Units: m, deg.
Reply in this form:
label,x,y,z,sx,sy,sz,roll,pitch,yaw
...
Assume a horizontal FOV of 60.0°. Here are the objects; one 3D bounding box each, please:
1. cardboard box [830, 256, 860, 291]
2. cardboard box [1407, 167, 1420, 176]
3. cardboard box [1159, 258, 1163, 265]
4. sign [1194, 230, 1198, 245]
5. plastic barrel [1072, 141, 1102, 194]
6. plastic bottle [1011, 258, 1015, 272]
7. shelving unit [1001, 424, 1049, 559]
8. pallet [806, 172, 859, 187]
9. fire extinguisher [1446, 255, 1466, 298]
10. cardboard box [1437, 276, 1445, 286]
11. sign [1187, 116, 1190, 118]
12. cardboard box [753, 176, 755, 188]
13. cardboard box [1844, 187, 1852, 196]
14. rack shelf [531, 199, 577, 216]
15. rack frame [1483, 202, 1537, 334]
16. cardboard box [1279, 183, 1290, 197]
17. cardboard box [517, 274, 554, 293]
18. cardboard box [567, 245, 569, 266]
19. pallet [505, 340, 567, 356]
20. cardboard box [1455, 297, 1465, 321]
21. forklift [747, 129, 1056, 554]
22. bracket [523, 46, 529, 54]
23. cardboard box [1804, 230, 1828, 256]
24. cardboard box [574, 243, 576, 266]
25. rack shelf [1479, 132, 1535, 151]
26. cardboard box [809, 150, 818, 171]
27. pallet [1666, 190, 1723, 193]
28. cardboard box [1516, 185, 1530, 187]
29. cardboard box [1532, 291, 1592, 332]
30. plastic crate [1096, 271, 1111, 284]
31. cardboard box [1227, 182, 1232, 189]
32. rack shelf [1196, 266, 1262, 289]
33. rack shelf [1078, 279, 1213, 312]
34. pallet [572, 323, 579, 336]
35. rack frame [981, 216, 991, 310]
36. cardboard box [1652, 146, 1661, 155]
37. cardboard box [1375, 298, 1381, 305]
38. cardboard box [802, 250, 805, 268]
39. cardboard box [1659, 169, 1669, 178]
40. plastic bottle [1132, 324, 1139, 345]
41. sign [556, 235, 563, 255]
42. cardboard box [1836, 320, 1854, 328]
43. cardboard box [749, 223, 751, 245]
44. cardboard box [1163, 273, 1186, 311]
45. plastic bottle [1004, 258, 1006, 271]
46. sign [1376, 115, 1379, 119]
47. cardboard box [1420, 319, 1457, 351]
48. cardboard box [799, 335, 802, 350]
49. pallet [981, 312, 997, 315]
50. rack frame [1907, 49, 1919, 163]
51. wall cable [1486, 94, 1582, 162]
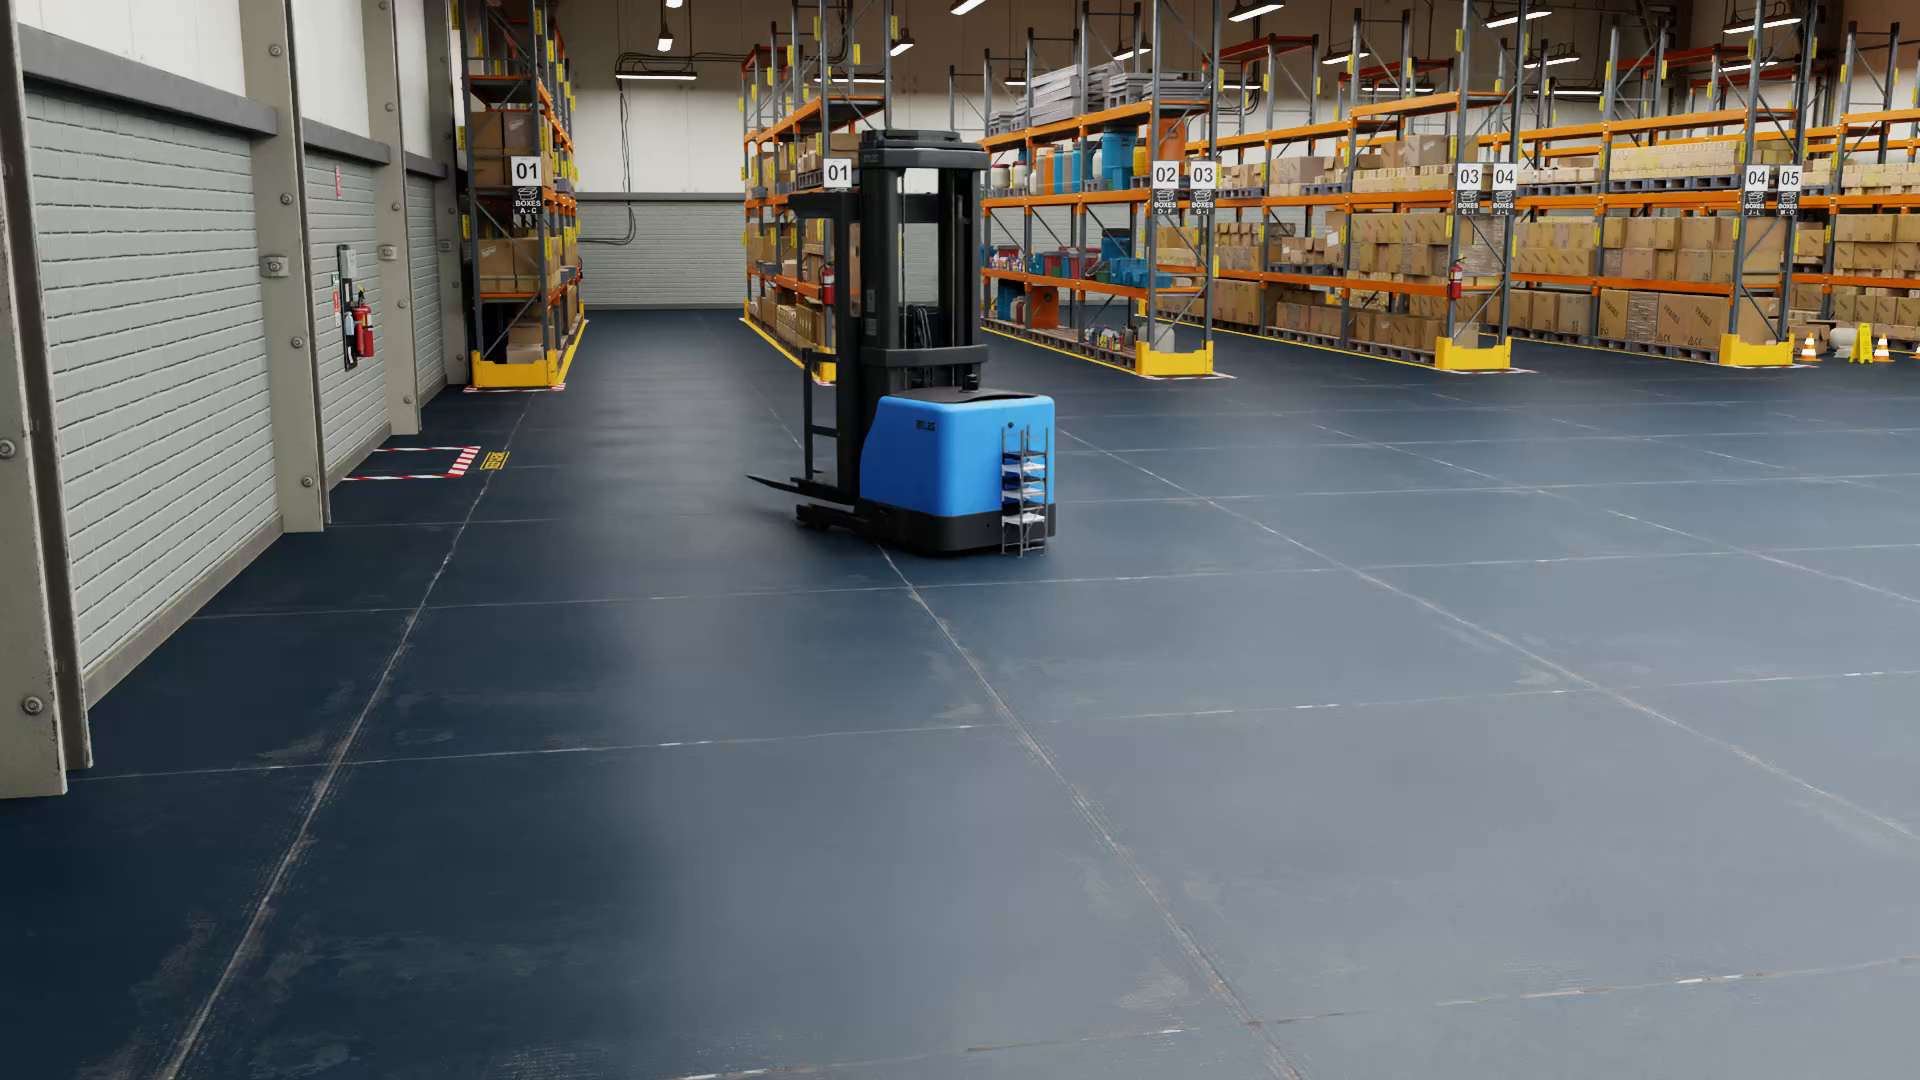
label,x,y,z,sx,sy,sz,roll,pitch,yaw
cardboard box,-1.570,-3.990,24.868,0.700,0.500,0.500,-2,11,-11
cardboard box,7.620,-6.088,27.473,0.380,0.149,0.250,-3,11,-14
cardboard box,5.061,-6.760,40.360,0.380,0.149,0.250,-2,11,-12
sign,5.348,-6.859,37.681,0.100,0.325,0.005,-2,11,-11
plastic barrel,2.277,-6.573,29.343,0.600,0.901,0.708,-2,11,-11
plastic bottle,1.092,-5.712,34.497,0.061,0.283,0.133,-2,11,-11
shelving unit,0.451,-0.339,11.569,0.258,0.900,0.210,-8,13,-36
pallet,-1.845,-5.639,26.017,1.003,0.211,1.213,-2,11,-11
fire extinguisher,7.796,-4.138,26.123,0.296,0.674,0.183,-2,11,-11
cardboard box,7.920,-4.181,26.813,0.380,0.149,0.250,-2,11,-11
sign,5.649,-10.610,41.166,0.100,0.325,0.005,-2,11,-11
cardboard box,-4.281,-7.872,36.574,0.500,0.250,0.500,-2,11,-11
cardboard box,16.987,-6.591,31.454,0.380,0.149,0.250,-2,11,-12
rack shelf,-9.073,-7.361,36.752,1.077,0.370,4.000,-2,11,-11
rack frame,11.555,-5.843,34.873,1.000,3.000,0.127,-2,11,-11
cardboard box,6.611,-6.891,32.760,0.500,0.250,0.500,-2,11,-10
cardboard box,-6.134,-3.711,24.018,0.500,0.250,0.500,-2,11,-13
cardboard box,-7.843,-5.541,32.168,0.500,0.500,0.500,-2,11,-9
pallet,-7.522,-3.404,29.518,1.003,0.211,1.213,-2,11,-11
cardboard box,11.073,-5.028,36.153,0.500,0.500,0.500,-2,11,-9
forklift,-0.599,-1.569,12.602,1.130,2.935,3.031,-8,13,-36
bracket,-9.903,-11.248,37.600,0.076,0.066,4.783,-2,11,-11
cardboard box,16.853,-5.786,32.386,0.500,0.500,0.500,-2,11,-12
cardboard box,-9.062,-6.389,36.939,0.980,0.700,0.700,-3,11,-14
rack shelf,11.166,-8.607,36.344,1.077,0.370,4.000,-2,11,-11
cardboard box,-2.083,-5.863,25.695,0.500,0.311,0.500,-1,11,-4
pallet,16.213,-7.538,36.264,1.213,0.211,1.003,-2,11,-8
cardboard box,11.705,-7.480,35.184,0.500,0.500,0.500,-2,11,-11
cardboard box,11.940,-4.498,32.701,1.050,0.750,0.750,-2,11,-11
plastic crate,2.576,-4.404,27.880,0.450,0.188,0.662,-2,11,-11
cardboard box,6.034,-7.693,36.117,0.380,0.149,0.250,-3,11,-13
rack shelf,6.281,-5.695,36.017,1.077,0.370,4.000,-2,11,-11
rack shelf,2.978,-4.047,27.362,1.077,0.370,4.000,-2,11,-11
pallet,-8.461,-4.366,34.569,1.003,0.211,1.213,-2,11,-11
rack frame,0.255,-6.968,40.785,1.000,3.000,0.127,-2,11,-11
cardboard box,12.319,-6.794,28.996,0.380,0.149,0.250,-2,11,-11
cardboard box,10.248,-5.768,40.185,0.380,0.149,0.250,-2,11,-10
cardboard box,-2.603,-4.967,30.003,0.500,0.500,0.500,-2,11,-11
cardboard box,12.366,-6.357,28.831,0.380,0.149,0.250,-2,11,-10
plastic bottle,3.035,-3.539,28.678,0.144,0.351,0.185,-3,11,-14
sign,-6.598,-4.854,27.359,0.100,0.325,0.005,-2,11,-11
cardboard box,17.018,-4.045,31.659,0.500,0.250,0.500,-3,11,-14
cardboard box,-4.575,-7.051,38.276,0.500,0.500,0.500,-2,11,-10
cardboard box,5.494,-6.030,40.413,0.875,0.875,0.875,-2,11,-11
plastic bottle,0.971,-5.838,35.191,0.097,0.271,0.097,0,11,0
sign,10.547,-10.810,42.005,0.100,0.325,0.005,-2,11,-11
cardboard box,7.971,-3.416,27.683,0.500,0.500,0.500,1,11,4
cardboard box,-2.385,-3.256,27.509,0.500,0.250,0.500,-2,11,-11
pallet,0.612,-5.222,39.071,1.003,0.211,1.213,-2,11,-11
rack frame,21.259,-9.170,36.307,1.000,3.000,0.127,-2,11,-11
wall cable,16.930,-11.629,49.125,2.988,3.039,0.133,-2,11,-11
